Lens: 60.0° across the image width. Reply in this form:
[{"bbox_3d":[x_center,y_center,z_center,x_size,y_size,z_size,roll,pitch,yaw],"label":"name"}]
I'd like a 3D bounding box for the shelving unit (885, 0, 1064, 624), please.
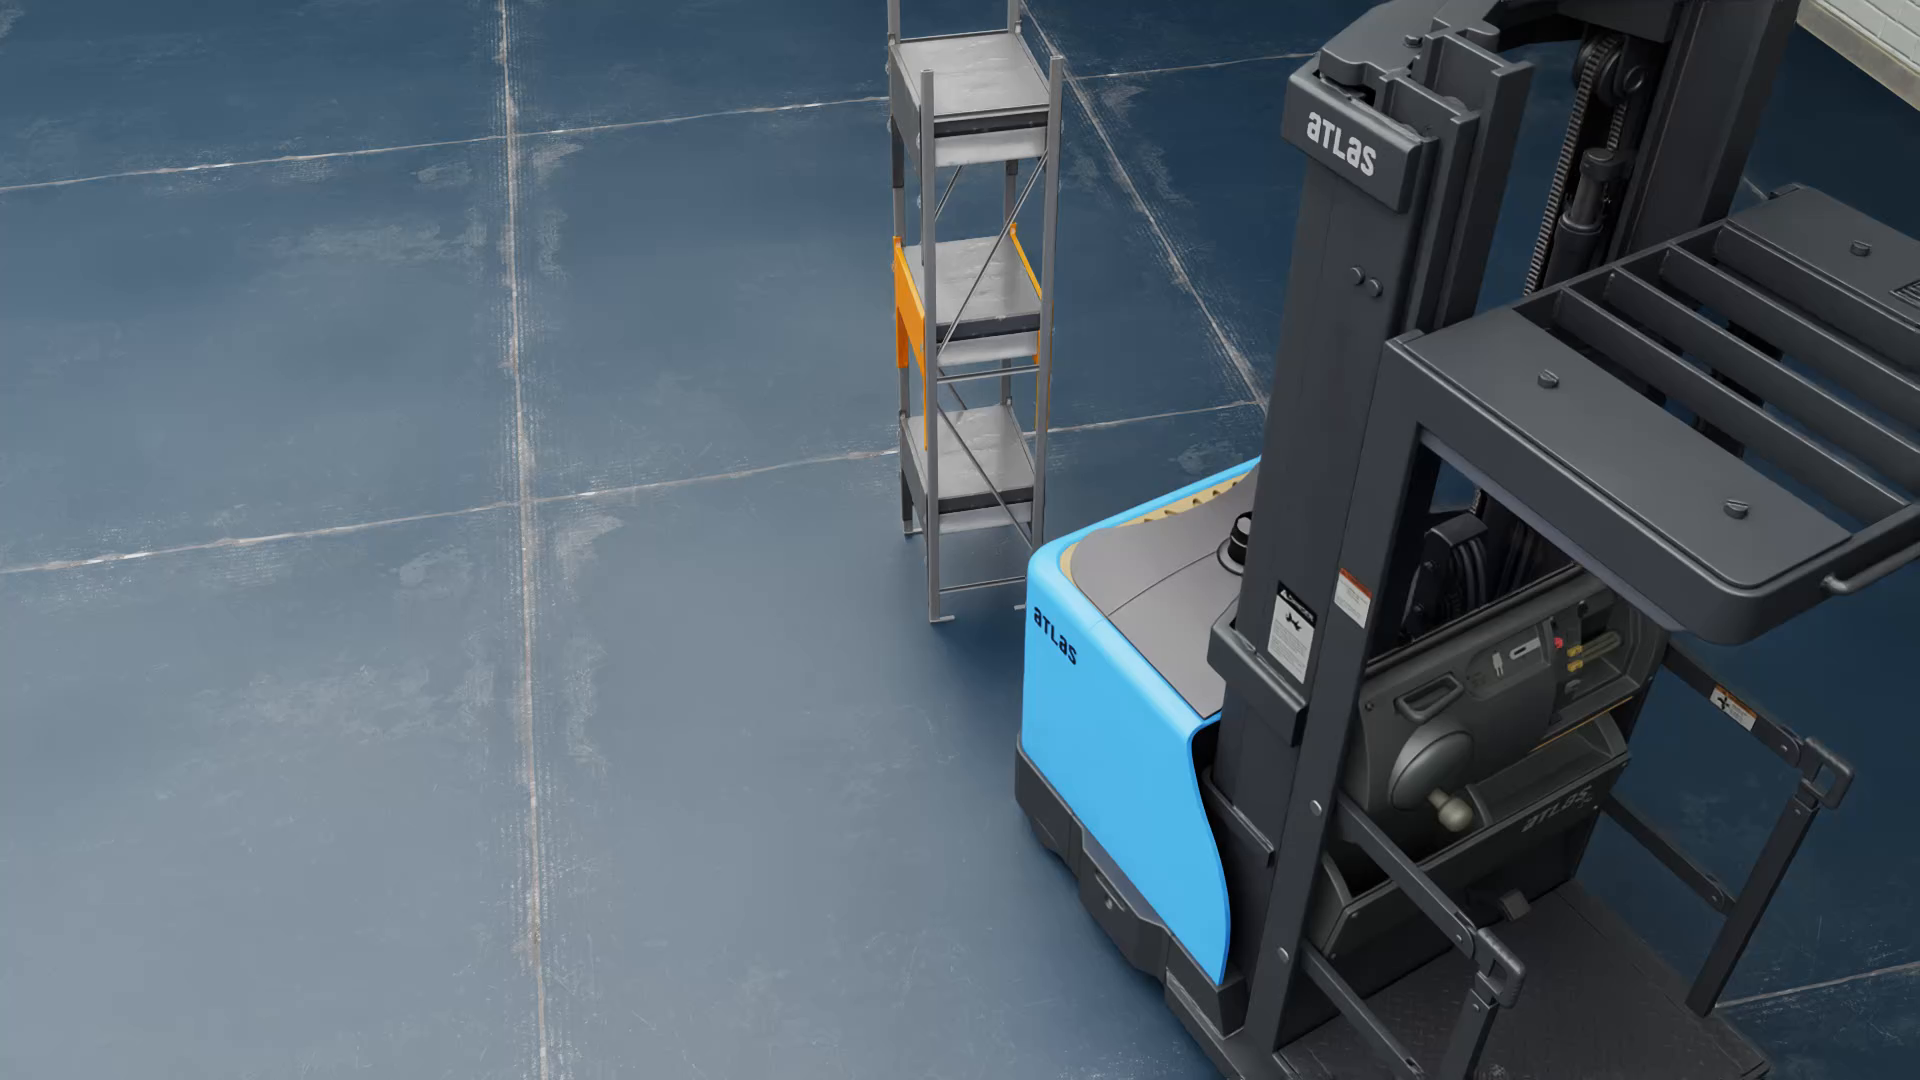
[{"bbox_3d":[0.036,-0.678,5.432,0.431,2.100,0.503,-8,42,-9],"label":"shelving unit"}]

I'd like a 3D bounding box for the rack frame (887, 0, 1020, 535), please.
[{"bbox_3d":[-0.017,-0.836,5.610,0.400,2.100,0.015,-8,42,-9],"label":"rack frame"}]

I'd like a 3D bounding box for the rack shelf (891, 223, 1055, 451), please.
[{"bbox_3d":[0.036,-0.668,5.441,0.431,0.518,0.480,-8,42,-9],"label":"rack shelf"}]

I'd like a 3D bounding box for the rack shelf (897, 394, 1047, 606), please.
[{"bbox_3d":[0.036,-0.144,5.906,0.431,0.518,0.480,-8,42,-9],"label":"rack shelf"}]

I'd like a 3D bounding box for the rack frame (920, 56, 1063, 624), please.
[{"bbox_3d":[0.088,-0.520,5.254,0.400,2.100,0.015,-8,42,-9],"label":"rack frame"}]

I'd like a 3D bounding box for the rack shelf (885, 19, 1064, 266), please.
[{"bbox_3d":[0.036,-1.191,4.976,0.431,0.518,0.480,-8,42,-9],"label":"rack shelf"}]

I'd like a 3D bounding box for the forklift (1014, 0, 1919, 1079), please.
[{"bbox_3d":[1.360,0.412,3.579,1.130,2.935,3.031,-22,46,-23],"label":"forklift"}]
